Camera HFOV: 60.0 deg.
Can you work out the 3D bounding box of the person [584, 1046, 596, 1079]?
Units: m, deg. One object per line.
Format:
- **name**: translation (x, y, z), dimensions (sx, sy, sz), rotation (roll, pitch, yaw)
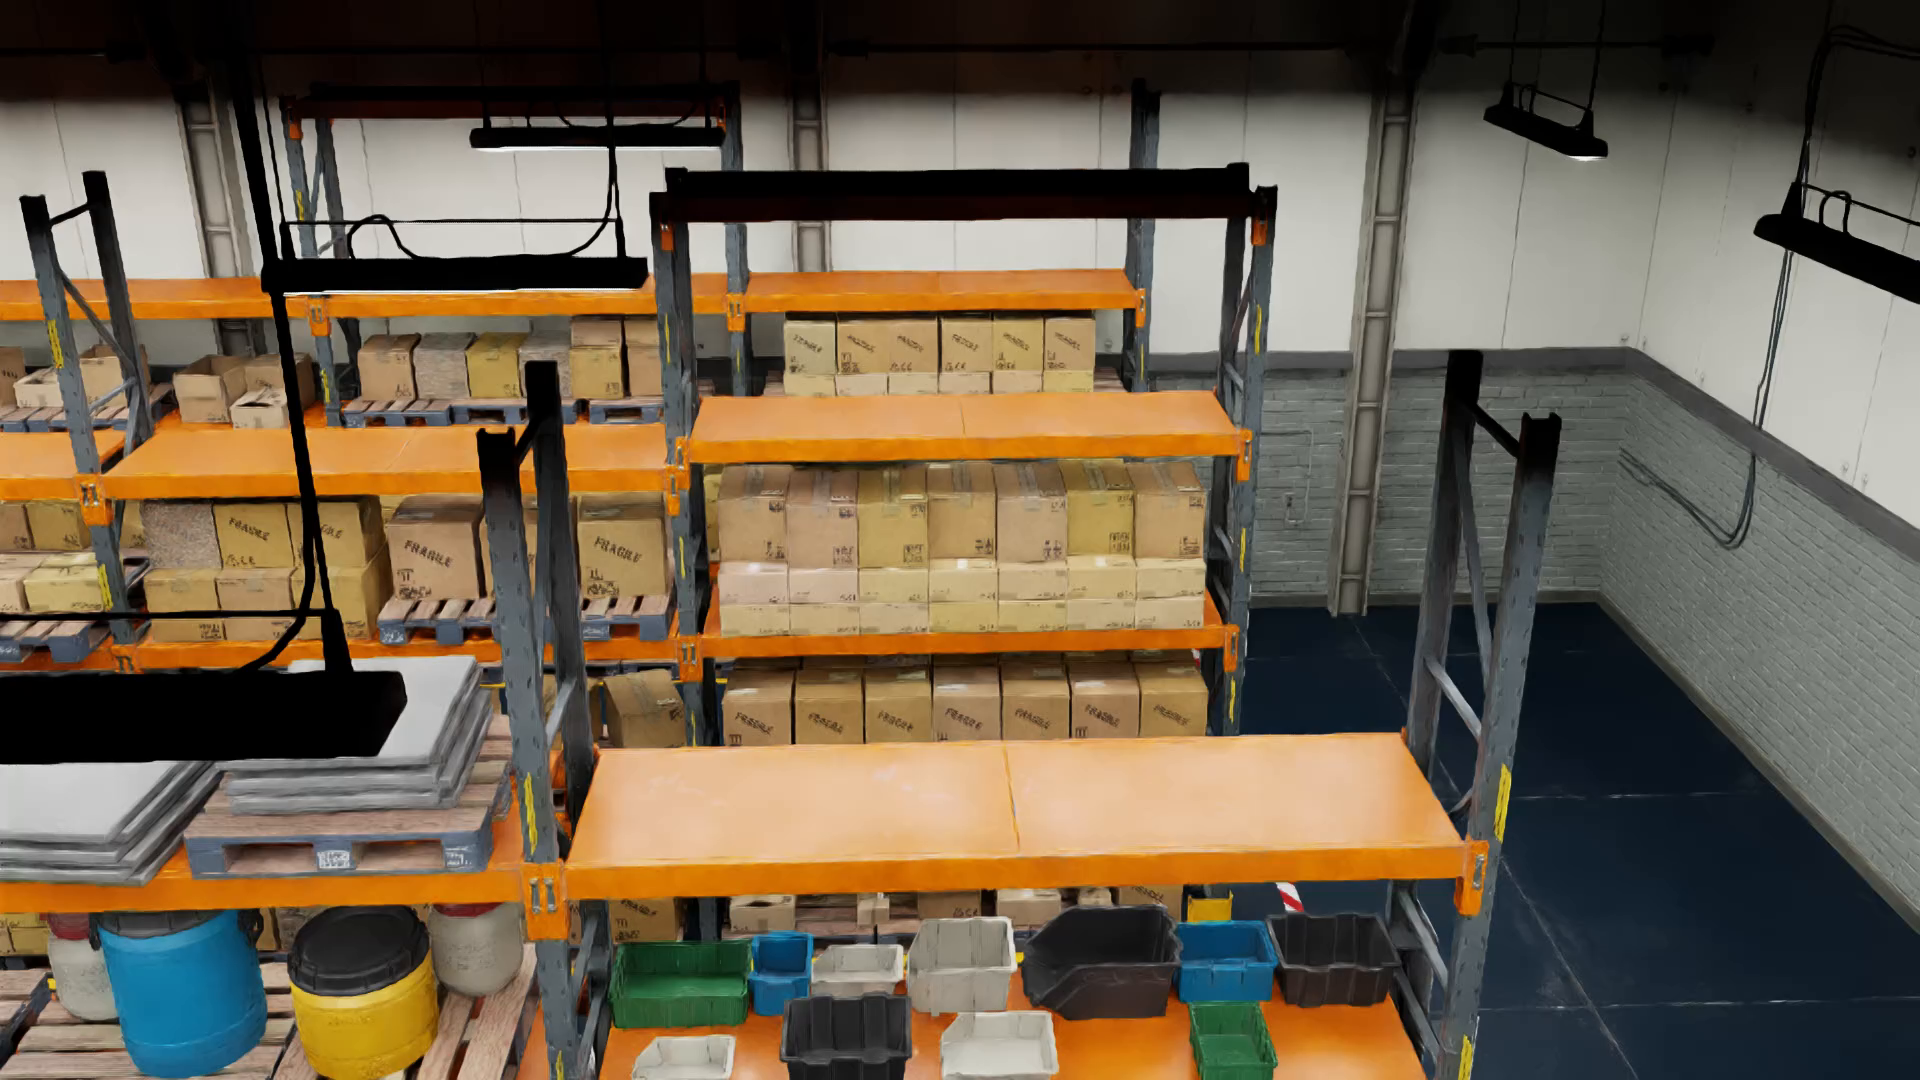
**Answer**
- **person**: translation (-2.093, 3.543, 10.182), dimensions (0.473, 1.679, 0.417), rotation (-14, 26, -30)
